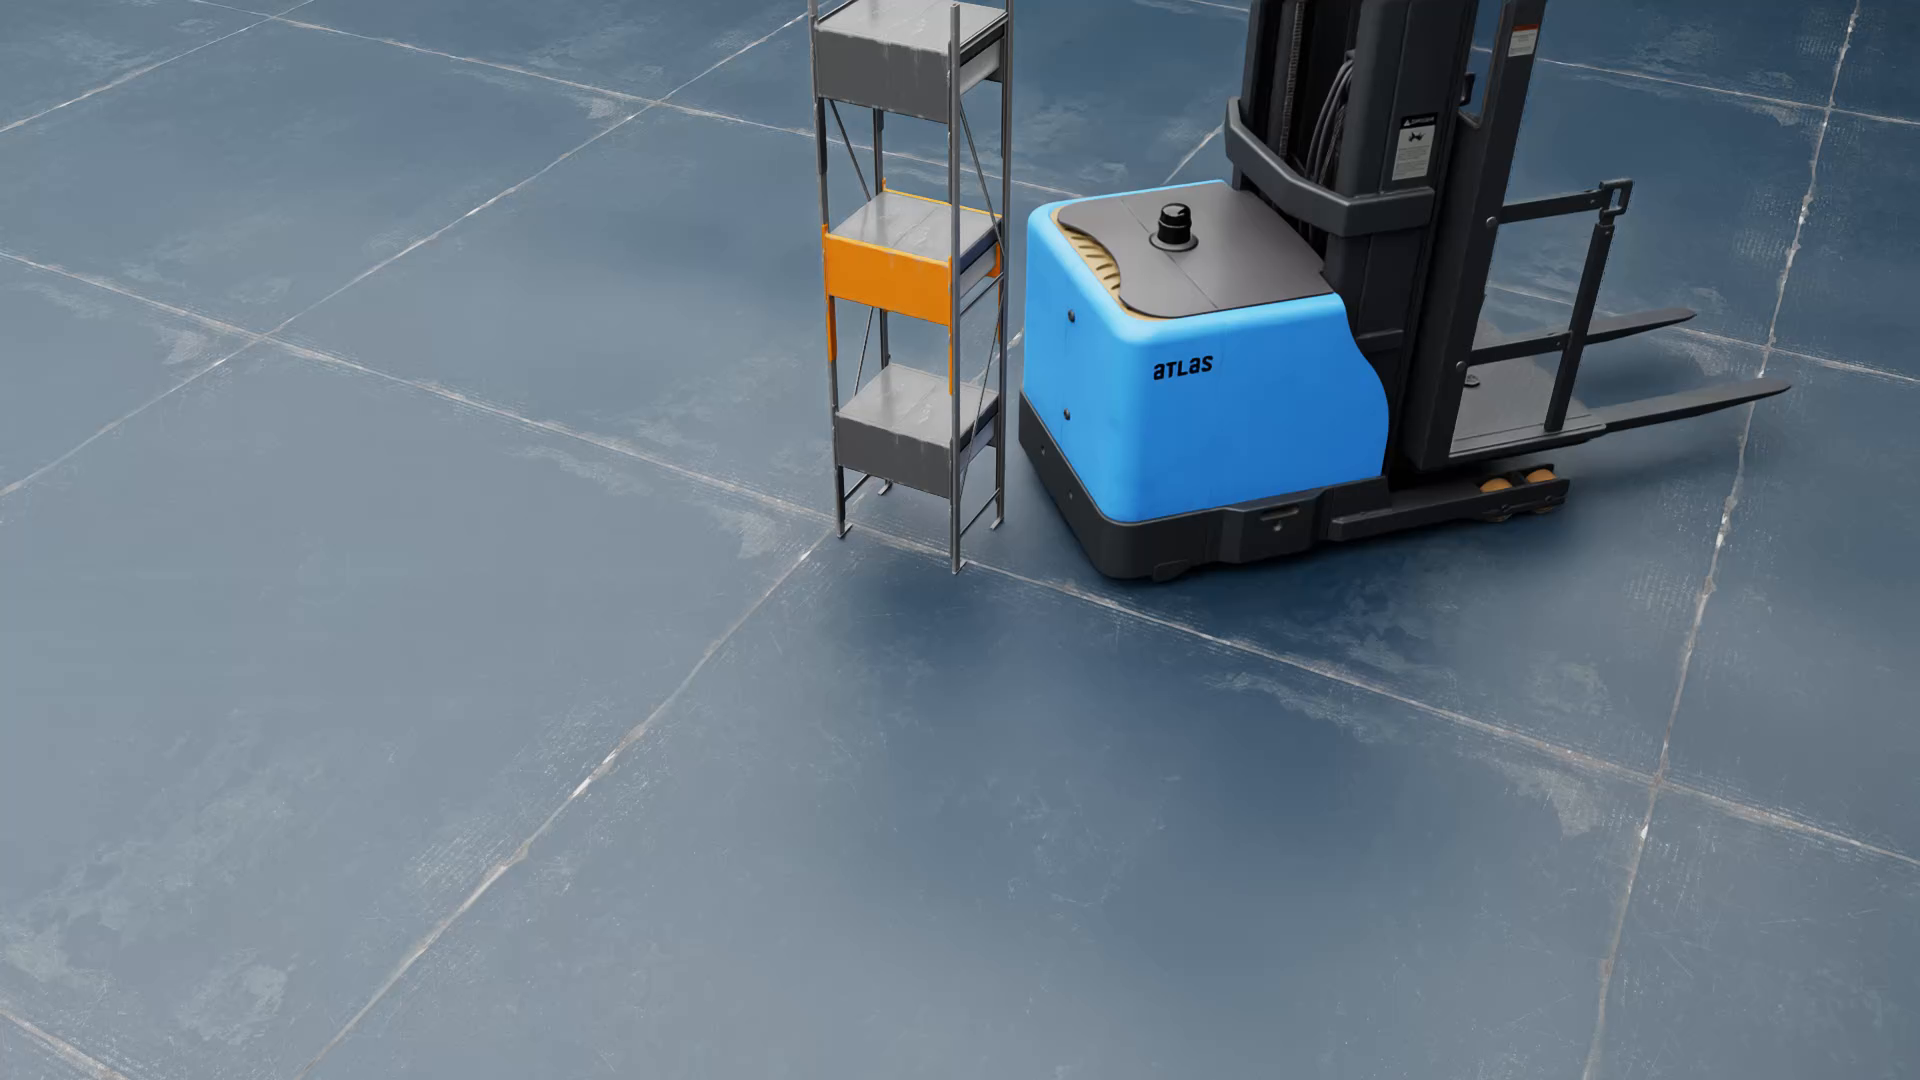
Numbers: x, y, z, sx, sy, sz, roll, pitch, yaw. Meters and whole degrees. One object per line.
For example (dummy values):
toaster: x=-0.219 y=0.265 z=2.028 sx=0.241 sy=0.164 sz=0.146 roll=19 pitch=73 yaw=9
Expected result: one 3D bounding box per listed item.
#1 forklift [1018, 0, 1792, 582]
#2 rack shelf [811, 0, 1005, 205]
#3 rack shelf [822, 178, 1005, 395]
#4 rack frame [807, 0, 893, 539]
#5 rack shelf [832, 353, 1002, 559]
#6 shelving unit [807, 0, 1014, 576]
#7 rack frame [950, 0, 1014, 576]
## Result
forklift: x=1.809 y=-1.530 z=5.841 sx=3.031 sy=2.935 sz=1.130 roll=-11 pitch=38 yaw=-14
rack shelf: x=-0.147 y=-1.429 z=5.261 sx=0.480 sy=0.518 sz=0.431 roll=17 pitch=41 yaw=21
rack shelf: x=-0.147 y=-0.872 z=5.684 sx=0.480 sy=0.518 sz=0.431 roll=17 pitch=41 yaw=21
rack frame: x=-0.364 y=-0.950 z=5.765 sx=0.015 sy=2.100 sz=0.400 roll=17 pitch=41 yaw=21
rack shelf: x=-0.147 y=-0.314 z=6.107 sx=0.480 sy=0.518 sz=0.431 roll=17 pitch=41 yaw=21
shelving unit: x=-0.147 y=-0.882 z=5.676 sx=0.503 sy=2.100 sz=0.431 roll=17 pitch=41 yaw=21
rack frame: x=0.070 y=-0.815 z=5.586 sx=0.015 sy=2.100 sz=0.400 roll=17 pitch=41 yaw=21
